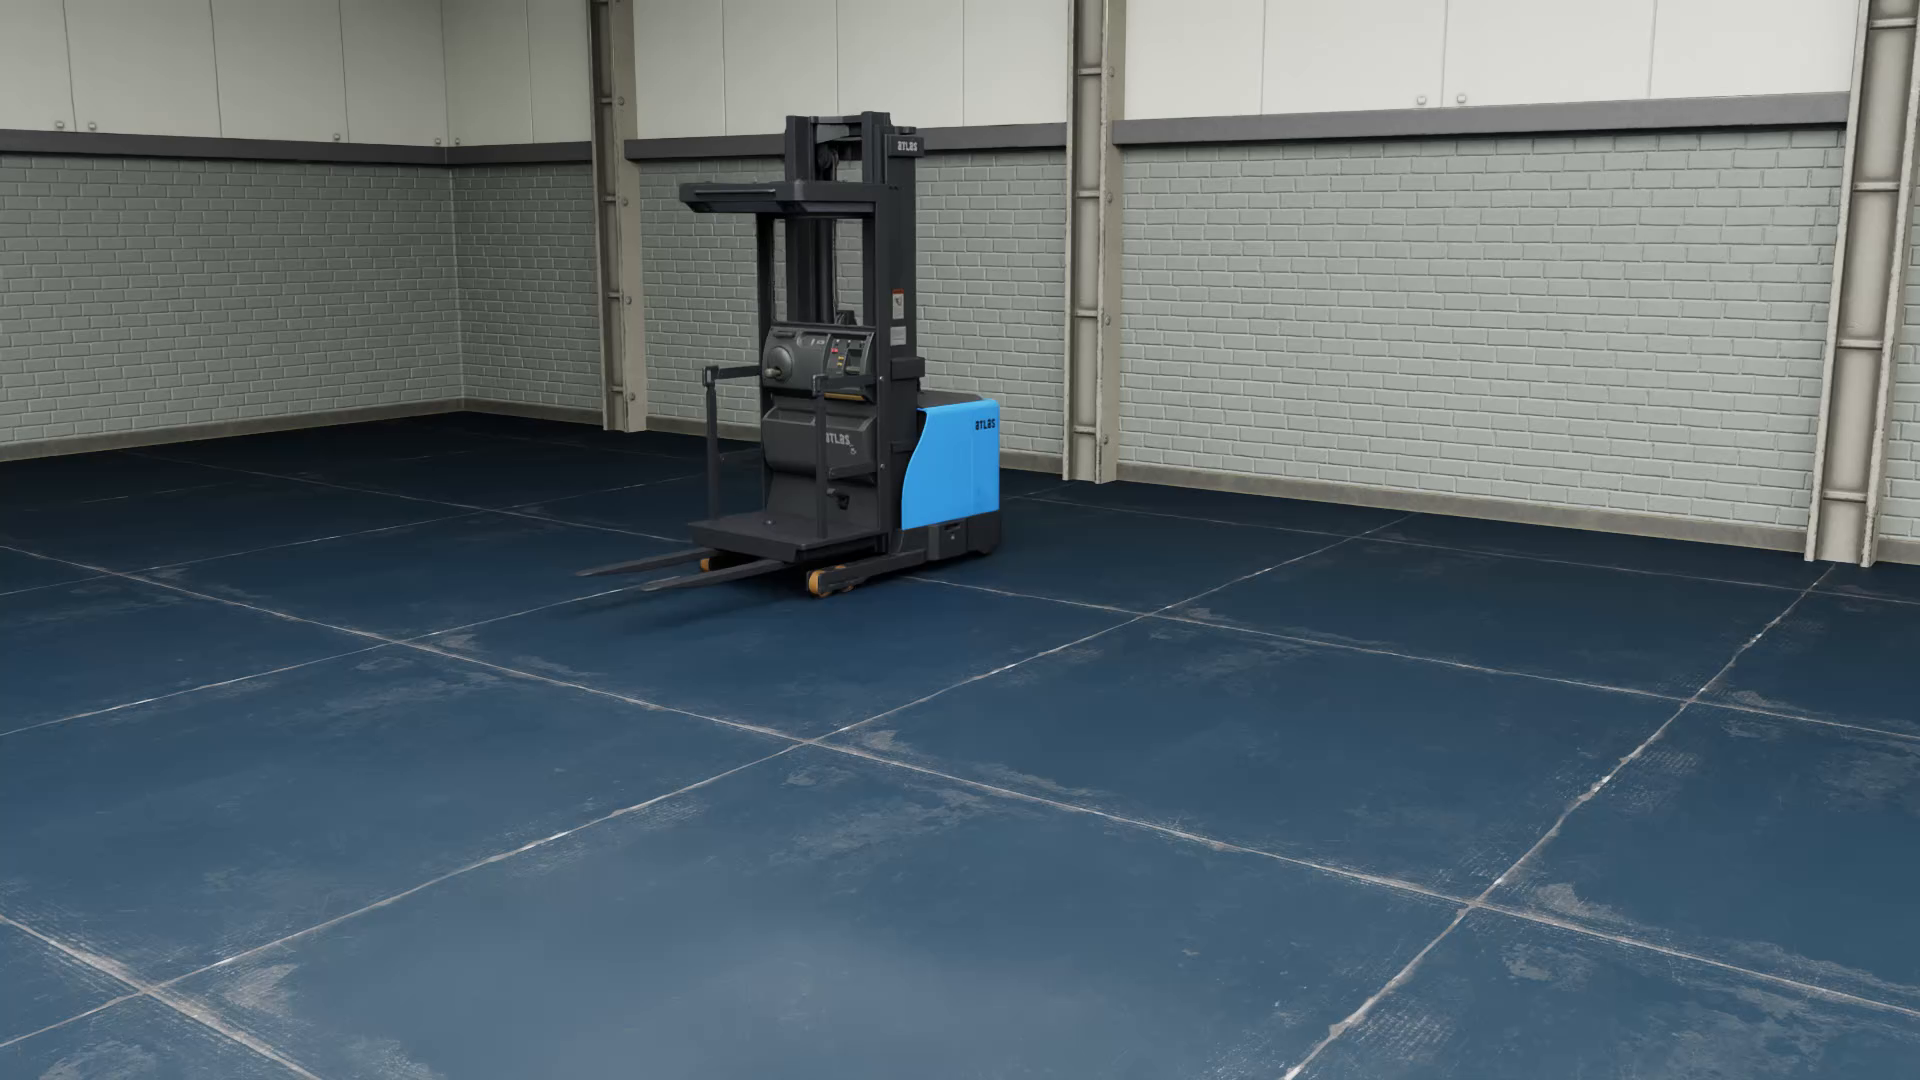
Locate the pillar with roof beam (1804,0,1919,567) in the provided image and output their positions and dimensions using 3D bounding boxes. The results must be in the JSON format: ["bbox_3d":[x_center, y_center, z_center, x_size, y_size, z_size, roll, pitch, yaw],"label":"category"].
[{"bbox_3d":[3.446,-3.623,7.063,0.400,9.000,9.100,8,13,36],"label":"pillar with roof beam"}]

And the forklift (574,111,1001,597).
[{"bbox_3d":[-1.049,-1.196,10.494,1.130,2.935,3.031,9,14,39],"label":"forklift"}]

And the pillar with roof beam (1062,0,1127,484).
[{"bbox_3d":[-1.390,-4.297,10.550,0.400,9.000,9.100,8,13,36],"label":"pillar with roof beam"}]

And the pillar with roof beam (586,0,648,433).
[{"bbox_3d":[-6.226,-4.972,14.037,0.400,9.000,9.100,8,13,36],"label":"pillar with roof beam"}]
